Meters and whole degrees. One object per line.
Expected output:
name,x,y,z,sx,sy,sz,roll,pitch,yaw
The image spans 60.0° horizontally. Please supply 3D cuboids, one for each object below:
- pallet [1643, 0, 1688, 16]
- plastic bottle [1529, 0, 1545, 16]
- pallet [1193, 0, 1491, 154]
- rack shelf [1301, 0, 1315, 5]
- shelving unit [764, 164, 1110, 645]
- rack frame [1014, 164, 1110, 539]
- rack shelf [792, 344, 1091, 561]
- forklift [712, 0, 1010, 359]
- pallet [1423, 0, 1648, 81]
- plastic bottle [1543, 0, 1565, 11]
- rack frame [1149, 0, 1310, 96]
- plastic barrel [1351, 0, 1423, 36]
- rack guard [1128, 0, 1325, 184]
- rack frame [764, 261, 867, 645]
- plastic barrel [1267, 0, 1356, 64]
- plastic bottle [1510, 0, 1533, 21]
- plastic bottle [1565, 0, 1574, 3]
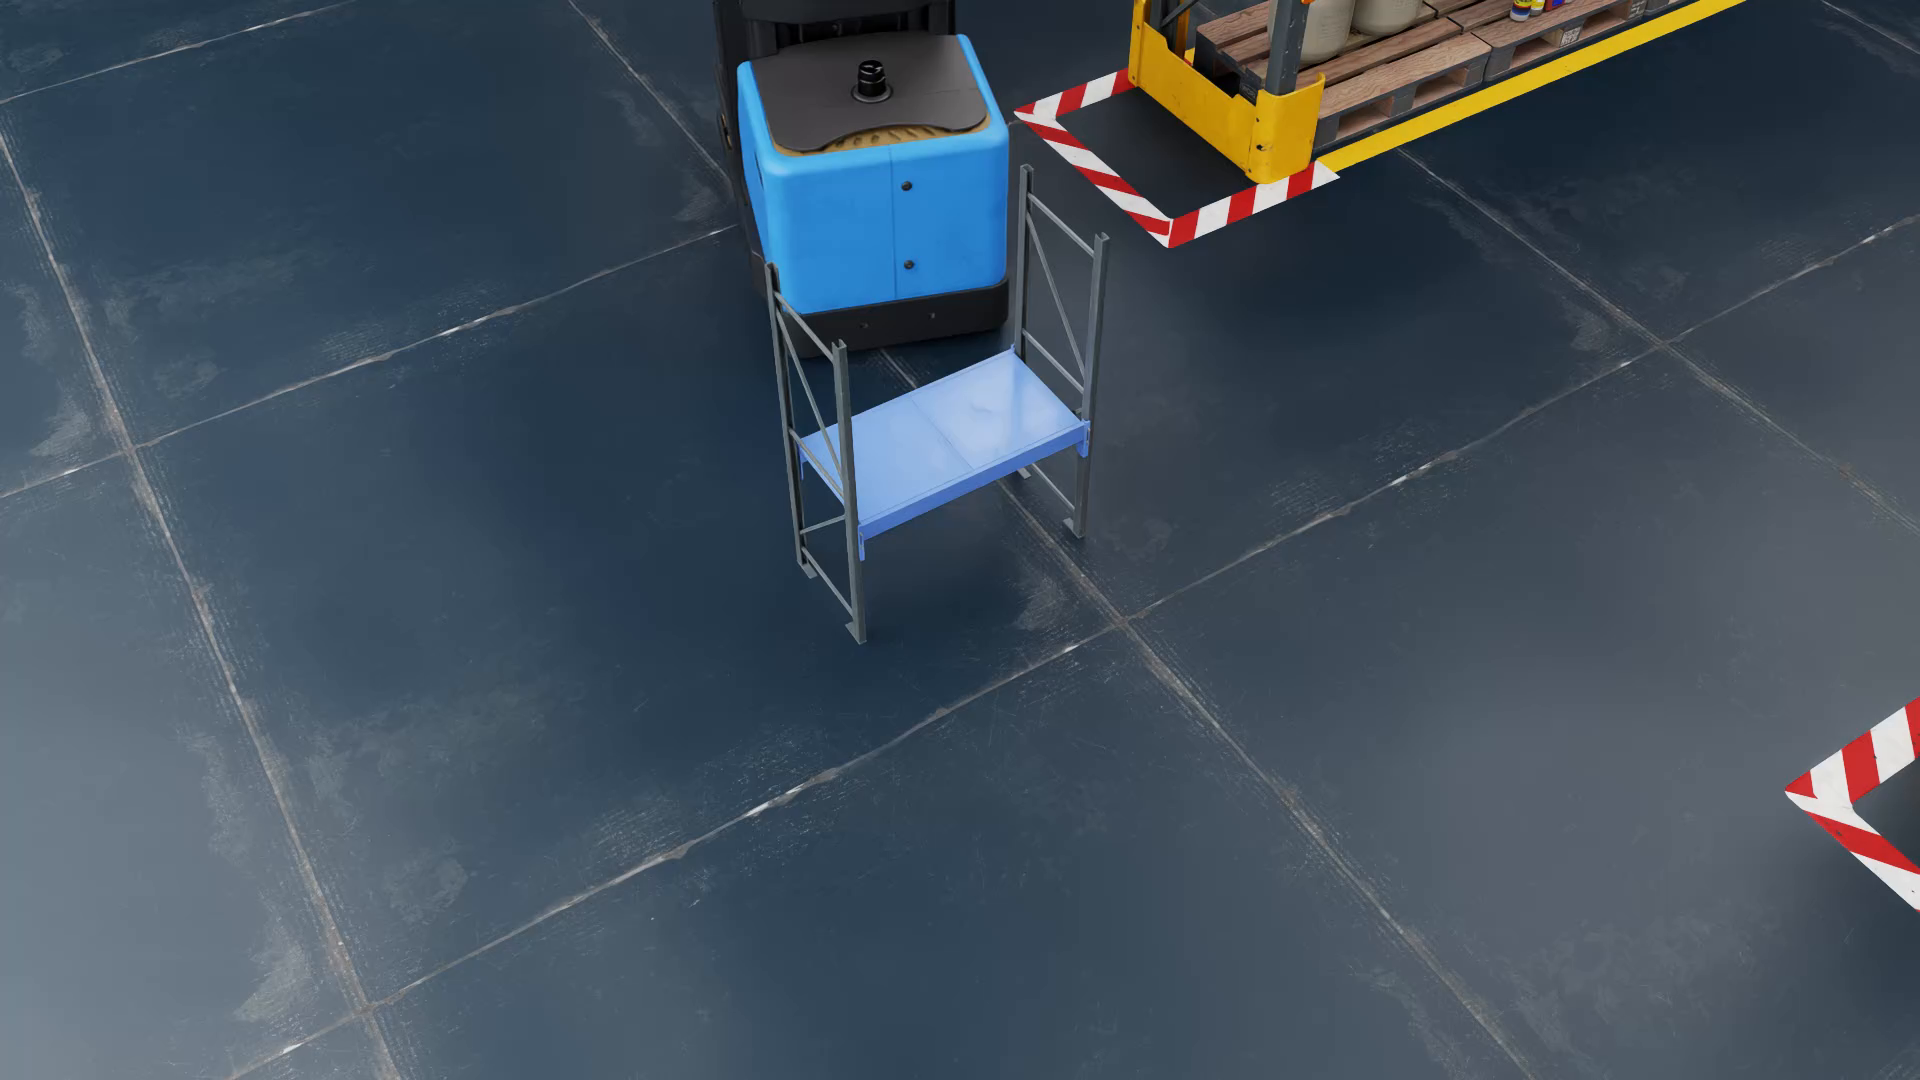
pallet,4.083,-3.550,9.716,1.213,0.211,1.003,-25,53,-21
plastic bottle,3.077,-2.908,8.856,0.097,0.201,0.097,0,48,0
pallet,2.019,-2.578,8.850,1.213,0.211,1.003,-25,53,-21
rack shelf,2.981,-3.683,8.448,4.000,0.370,1.077,-25,53,-21
shelving unit,-0.072,-0.465,6.105,1.048,1.500,0.538,-25,53,-21
rack frame,0.358,-0.667,6.285,0.032,1.500,0.500,-25,53,-21
rack shelf,-0.072,-0.345,6.239,1.000,0.185,0.538,-25,53,-21
forklift,-0.616,-2.897,7.313,1.130,2.935,3.031,-10,49,-9
pallet,3.050,-3.061,9.280,1.213,0.211,1.003,-25,53,-21
plastic bottle,3.191,-2.973,8.858,0.133,0.283,0.061,-24,53,-20
rack frame,1.290,-3.125,7.470,0.127,3.000,1.000,-25,53,-21
plastic barrel,2.230,-2.948,8.697,0.421,0.512,0.421,0,48,0
rack guard,1.329,-2.354,8.457,0.348,0.500,1.175,-25,53,-21
rack frame,-0.502,-0.262,5.925,0.032,1.500,0.500,-25,53,-21
plastic barrel,1.806,-2.748,8.519,0.421,0.512,0.421,0,48,0
plastic bottle,2.990,-2.890,8.793,0.097,0.271,0.097,0,48,0
plastic bottle,3.279,-3.026,8.914,0.097,0.271,0.097,0,48,0
